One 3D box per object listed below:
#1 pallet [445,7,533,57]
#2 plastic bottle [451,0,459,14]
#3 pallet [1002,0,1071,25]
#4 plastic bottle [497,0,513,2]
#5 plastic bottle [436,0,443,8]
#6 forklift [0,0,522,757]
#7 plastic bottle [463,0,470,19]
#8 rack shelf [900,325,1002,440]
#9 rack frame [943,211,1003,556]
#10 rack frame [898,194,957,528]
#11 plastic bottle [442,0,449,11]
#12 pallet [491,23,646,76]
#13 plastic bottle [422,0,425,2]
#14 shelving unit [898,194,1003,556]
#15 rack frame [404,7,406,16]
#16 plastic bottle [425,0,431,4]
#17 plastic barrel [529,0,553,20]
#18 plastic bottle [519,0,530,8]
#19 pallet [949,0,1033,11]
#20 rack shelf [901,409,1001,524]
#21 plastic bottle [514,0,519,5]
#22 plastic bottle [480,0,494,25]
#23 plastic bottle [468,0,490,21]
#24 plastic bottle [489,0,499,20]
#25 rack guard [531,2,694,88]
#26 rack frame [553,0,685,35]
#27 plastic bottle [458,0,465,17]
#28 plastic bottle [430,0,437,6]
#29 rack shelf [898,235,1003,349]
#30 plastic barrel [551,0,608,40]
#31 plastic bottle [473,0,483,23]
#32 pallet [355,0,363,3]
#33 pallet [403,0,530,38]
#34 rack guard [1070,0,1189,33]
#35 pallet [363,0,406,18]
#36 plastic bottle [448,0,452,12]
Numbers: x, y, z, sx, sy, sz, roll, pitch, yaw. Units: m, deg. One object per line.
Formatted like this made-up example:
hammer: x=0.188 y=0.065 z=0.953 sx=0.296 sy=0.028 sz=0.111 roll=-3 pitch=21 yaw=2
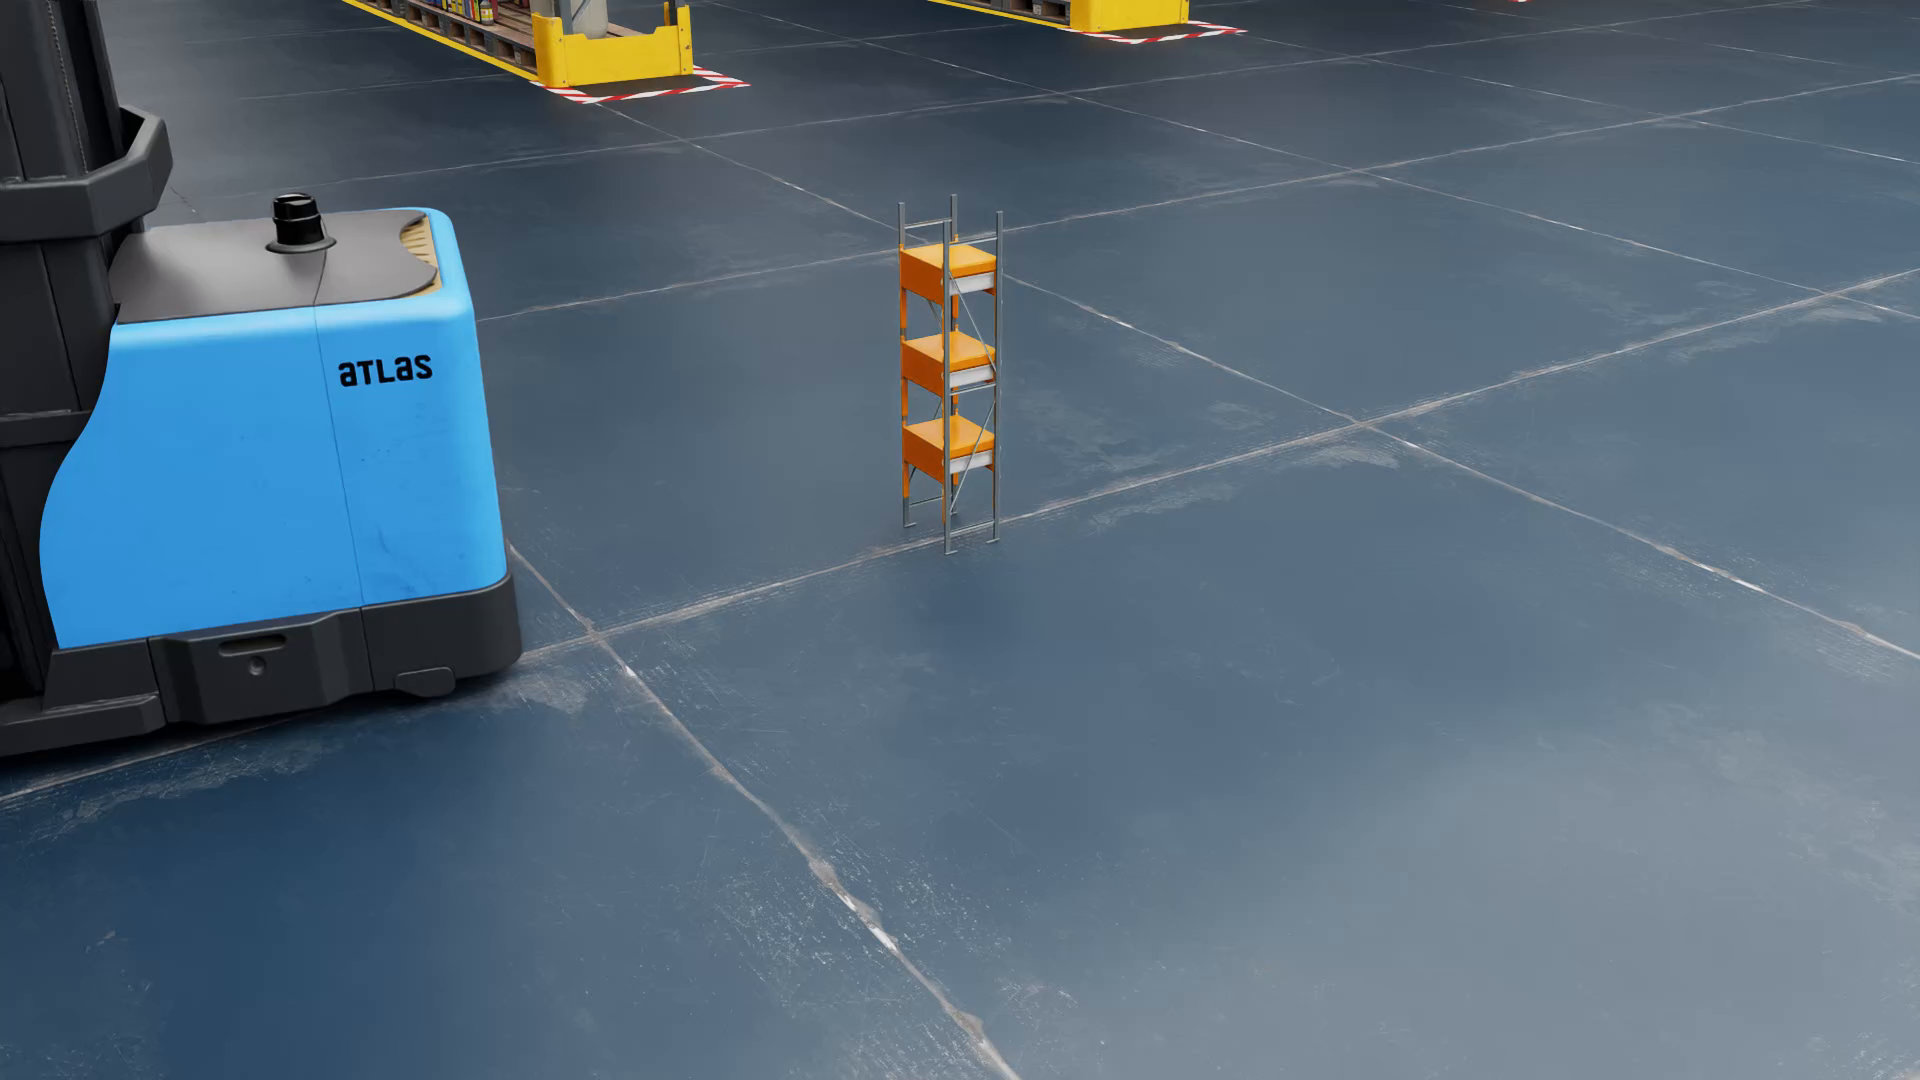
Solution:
pallet: x=-3.736 y=-4.378 z=14.276 sx=1.003 sy=0.211 sz=1.213 roll=-16 pitch=29 yaw=-30
plastic bottle: x=-4.310 y=-4.721 z=14.325 sx=0.144 sy=0.351 sz=0.185 roll=-16 pitch=30 yaw=-30
pallet: x=1.140 y=-5.114 z=15.836 sx=1.003 sy=0.211 sz=1.213 roll=-16 pitch=29 yaw=-30
plastic bottle: x=-4.150 y=-5.017 z=15.040 sx=0.152 sy=0.276 sz=0.135 roll=-16 pitch=29 yaw=-30
plastic bottle: x=-4.542 y=-4.873 z=14.647 sx=0.144 sy=0.351 sz=0.185 roll=-17 pitch=30 yaw=-32
forklift: x=-2.743 y=-0.927 z=3.780 sx=3.031 sy=2.935 sz=1.130 roll=-8 pitch=27 yaw=-17
plastic bottle: x=-4.114 y=-4.563 z=14.077 sx=0.152 sy=0.276 sz=0.135 roll=-16 pitch=30 yaw=-31
rack shelf: x=-0.029 y=-0.484 z=5.071 sx=0.215 sy=0.259 sz=0.240 roll=-16 pitch=29 yaw=-30
rack frame: x=0.037 y=-0.450 z=4.974 sx=0.200 sy=1.050 sz=0.008 roll=-16 pitch=29 yaw=-30
rack frame: x=-0.096 y=-0.538 z=5.159 sx=0.200 sy=1.050 sz=0.008 roll=-16 pitch=29 yaw=-30
plastic bottle: x=-4.487 y=-4.774 z=14.516 sx=0.061 sy=0.283 sz=0.133 roll=-14 pitch=29 yaw=-27
pallet: x=-3.074 y=-3.942 z=13.352 sx=1.003 sy=0.211 sz=1.213 roll=-16 pitch=29 yaw=-30
plastic bottle: x=-4.820 y=-4.970 z=15.027 sx=0.097 sy=0.201 sz=0.097 roll=0 pitch=25 yaw=0
shelving unit: x=-0.029 y=-0.494 z=5.066 sx=0.215 sy=1.050 sz=0.252 roll=-16 pitch=29 yaw=-30
rack frame: x=-4.738 y=-6.325 z=15.135 sx=1.000 sy=3.000 sz=0.127 roll=-16 pitch=29 yaw=-30
plastic bottle: x=-4.732 y=-4.967 z=14.934 sx=0.152 sy=0.276 sz=0.135 roll=-14 pitch=29 yaw=-28
plastic barrel: x=-3.251 y=-4.356 z=13.387 sx=0.421 sy=0.512 sz=0.421 roll=0 pitch=25 yaw=0
plastic bottle: x=-3.867 y=-4.865 z=14.707 sx=0.061 sy=0.283 sz=0.133 roll=-16 pitch=29 yaw=-30
pallet: x=0.478 y=-5.550 z=16.759 sx=1.003 sy=0.211 sz=1.213 roll=-16 pitch=29 yaw=-30
rack shelf: x=-0.029 y=-0.233 z=5.190 sx=0.215 sy=0.259 sz=0.240 roll=-16 pitch=29 yaw=-30
plastic bottle: x=-3.936 y=-4.916 z=14.815 sx=0.061 sy=0.283 sz=0.133 roll=-16 pitch=29 yaw=-30
plastic bottle: x=-3.924 y=-4.383 z=13.783 sx=0.097 sy=0.201 sz=0.097 roll=0 pitch=25 yaw=0
plastic bottle: x=-4.039 y=-4.513 z=13.972 sx=0.152 sy=0.276 sz=0.135 roll=-15 pitch=29 yaw=-29
plastic bottle: x=-3.950 y=-4.542 z=14.023 sx=0.061 sy=0.283 sz=0.133 roll=-16 pitch=29 yaw=-30
rack guard: x=-2.635 y=-3.780 z=12.673 sx=1.175 sy=0.500 sz=0.348 roll=-16 pitch=29 yaw=-30
rack frame: x=-2.554 y=-4.895 z=12.105 sx=1.000 sy=3.000 sz=0.127 roll=-16 pitch=29 yaw=-30
plastic bottle: x=-4.208 y=-4.655 z=14.184 sx=0.144 sy=0.351 sz=0.185 roll=-14 pitch=29 yaw=-27
plastic bottle: x=-4.645 y=-4.941 z=14.790 sx=0.144 sy=0.351 sz=0.185 roll=-15 pitch=29 yaw=-28
rack shelf: x=-0.029 y=-0.741 z=4.950 sx=0.215 sy=0.259 sz=0.240 roll=-16 pitch=29 yaw=-30
plastic barrel: x=-2.977 y=-4.177 z=13.007 sx=0.421 sy=0.512 sz=0.421 roll=0 pitch=25 yaw=0
plastic bottle: x=-4.003 y=-4.457 z=13.845 sx=0.061 sy=0.283 sz=0.133 roll=-15 pitch=29 yaw=-28
pallet: x=-5.869 y=-5.773 z=17.232 sx=1.003 sy=0.211 sz=1.213 roll=-16 pitch=29 yaw=-30
pallet: x=-4.406 y=-4.814 z=15.201 sx=1.003 sy=0.211 sz=1.213 roll=-16 pitch=29 yaw=-30
rack guard: x=1.554 y=-4.946 z=15.141 sx=1.175 sy=0.500 sz=0.348 roll=-16 pitch=29 yaw=-30
pallet: x=-5.199 y=-5.336 z=16.306 sx=1.003 sy=0.211 sz=1.213 roll=-16 pitch=29 yaw=-30
plastic bottle: x=-4.407 y=-4.699 z=14.453 sx=0.097 sy=0.201 sz=0.097 roll=0 pitch=25 yaw=0
